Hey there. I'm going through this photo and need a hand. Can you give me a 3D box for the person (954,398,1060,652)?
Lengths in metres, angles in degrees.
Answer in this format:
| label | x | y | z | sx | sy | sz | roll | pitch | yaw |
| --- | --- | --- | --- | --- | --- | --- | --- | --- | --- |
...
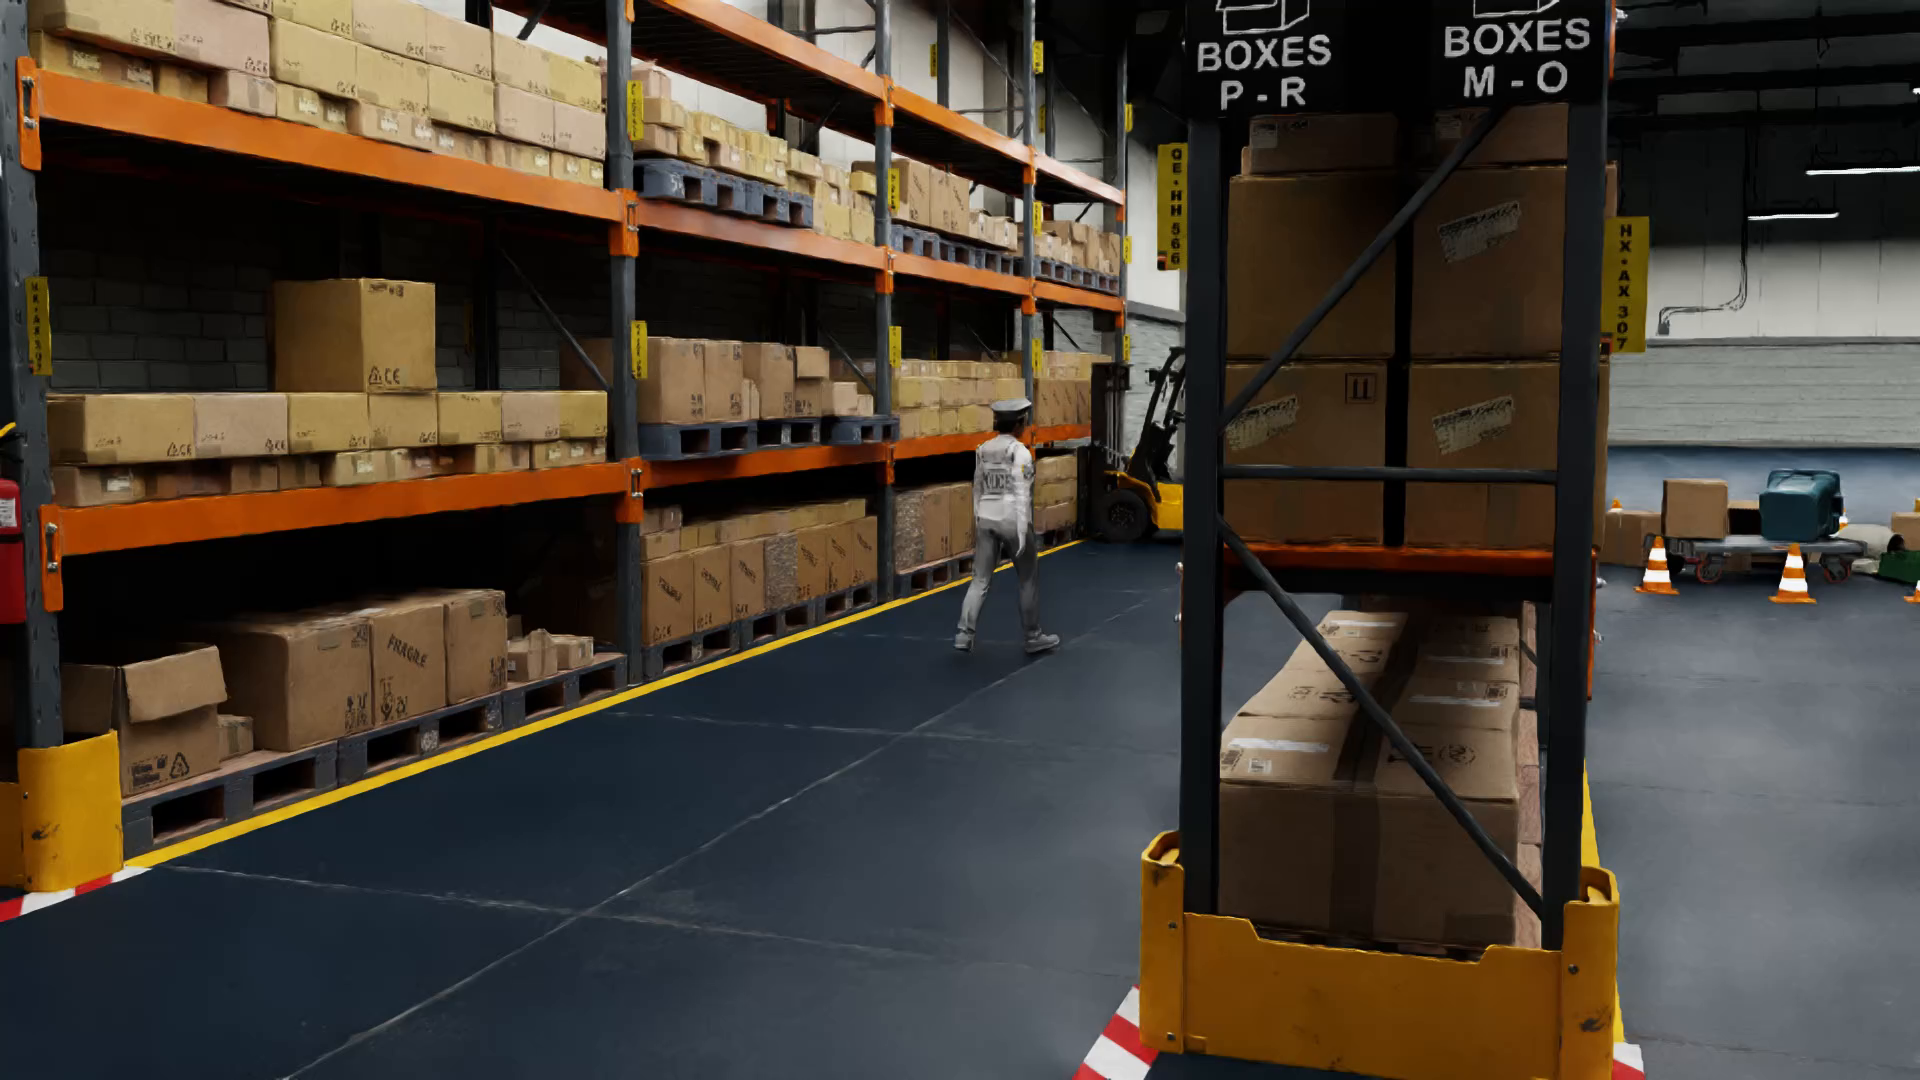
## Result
| label | x | y | z | sx | sy | sz | roll | pitch | yaw |
| --- | --- | --- | --- | --- | --- | --- | --- | --- | --- |
| person | 0.273 | -0.086 | 10.635 | 0.503 | 1.640 | 0.884 | 4 | 7 | 39 |
